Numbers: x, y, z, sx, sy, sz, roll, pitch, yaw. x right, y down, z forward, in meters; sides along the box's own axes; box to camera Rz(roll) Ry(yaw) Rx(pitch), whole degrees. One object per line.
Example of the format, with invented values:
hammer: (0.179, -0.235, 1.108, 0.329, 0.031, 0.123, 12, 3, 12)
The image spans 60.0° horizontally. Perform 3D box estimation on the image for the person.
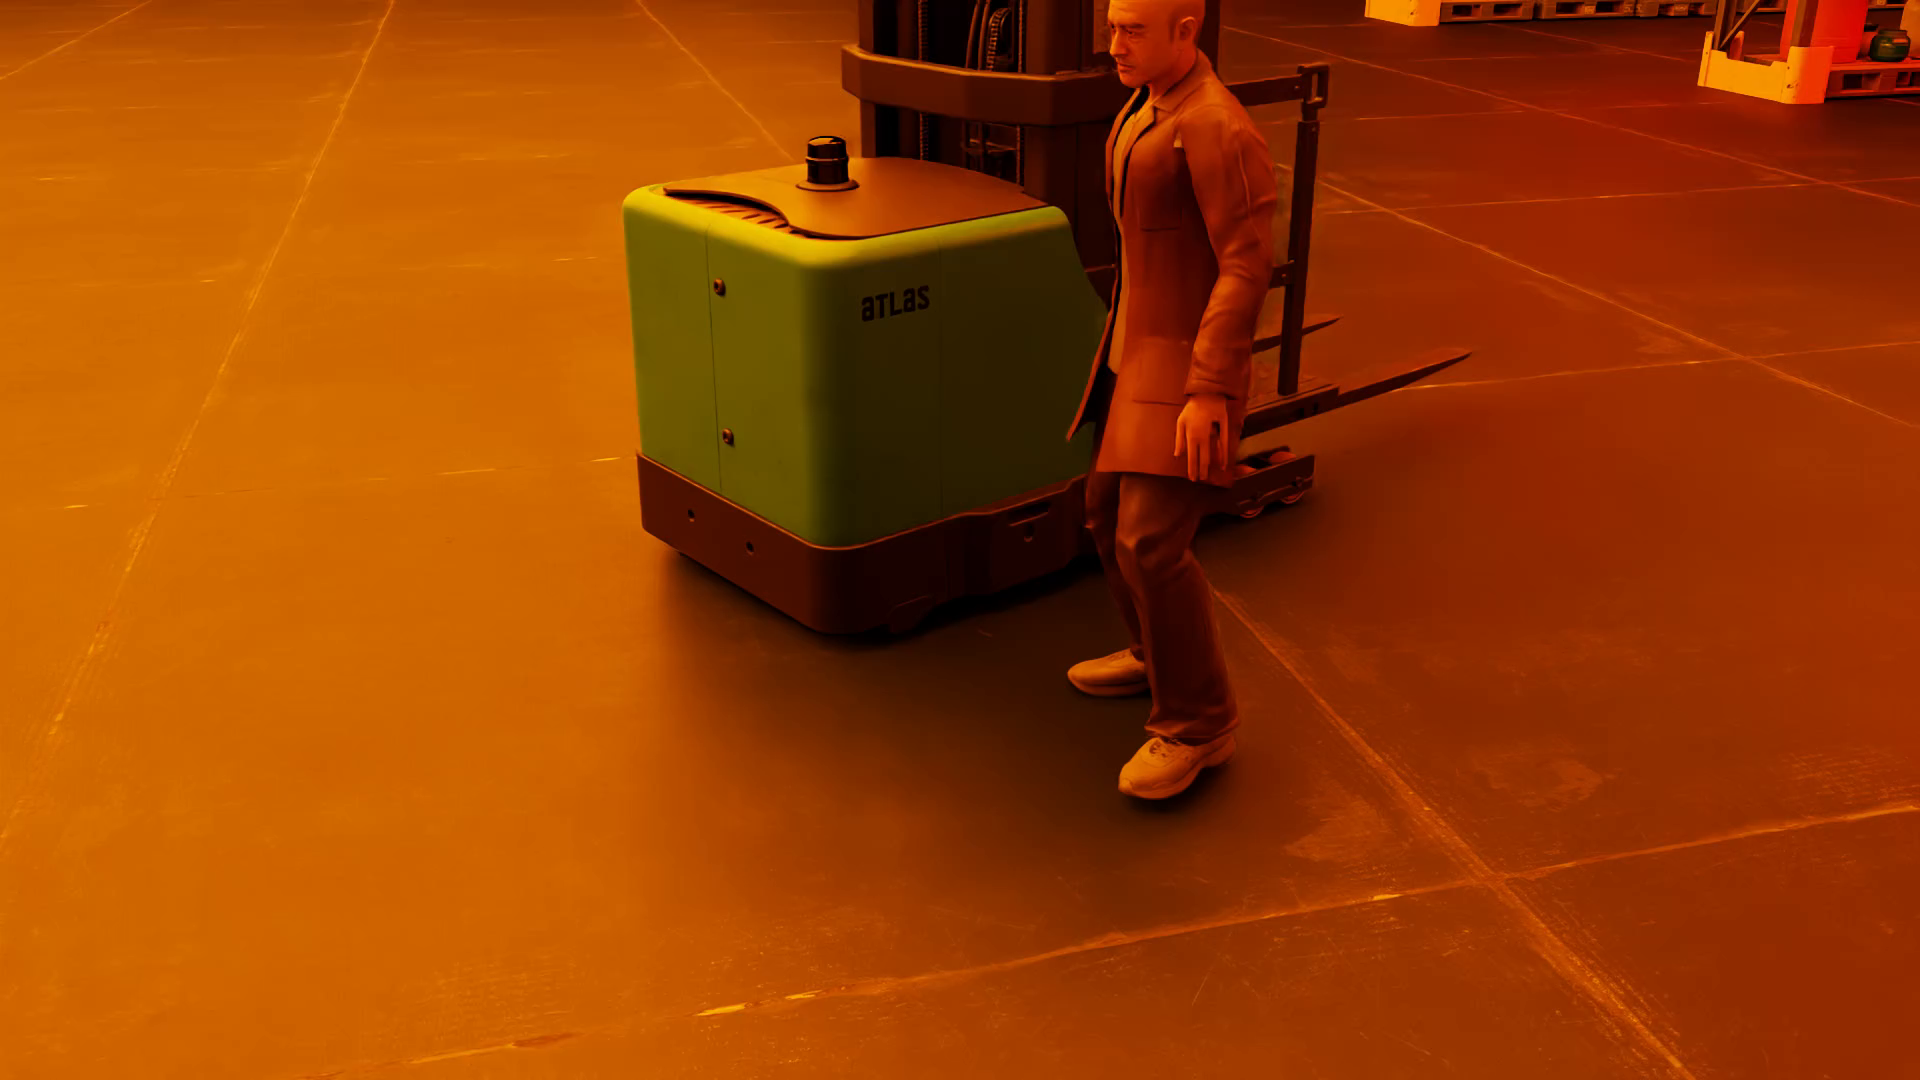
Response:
person: (0.468, -0.381, 3.719, 0.409, 1.751, 0.878, -5, 24, -11)

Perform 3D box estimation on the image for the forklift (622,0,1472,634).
forklift: (0.506, -1.558, 4.971, 3.031, 2.935, 1.130, -18, 29, -36)
